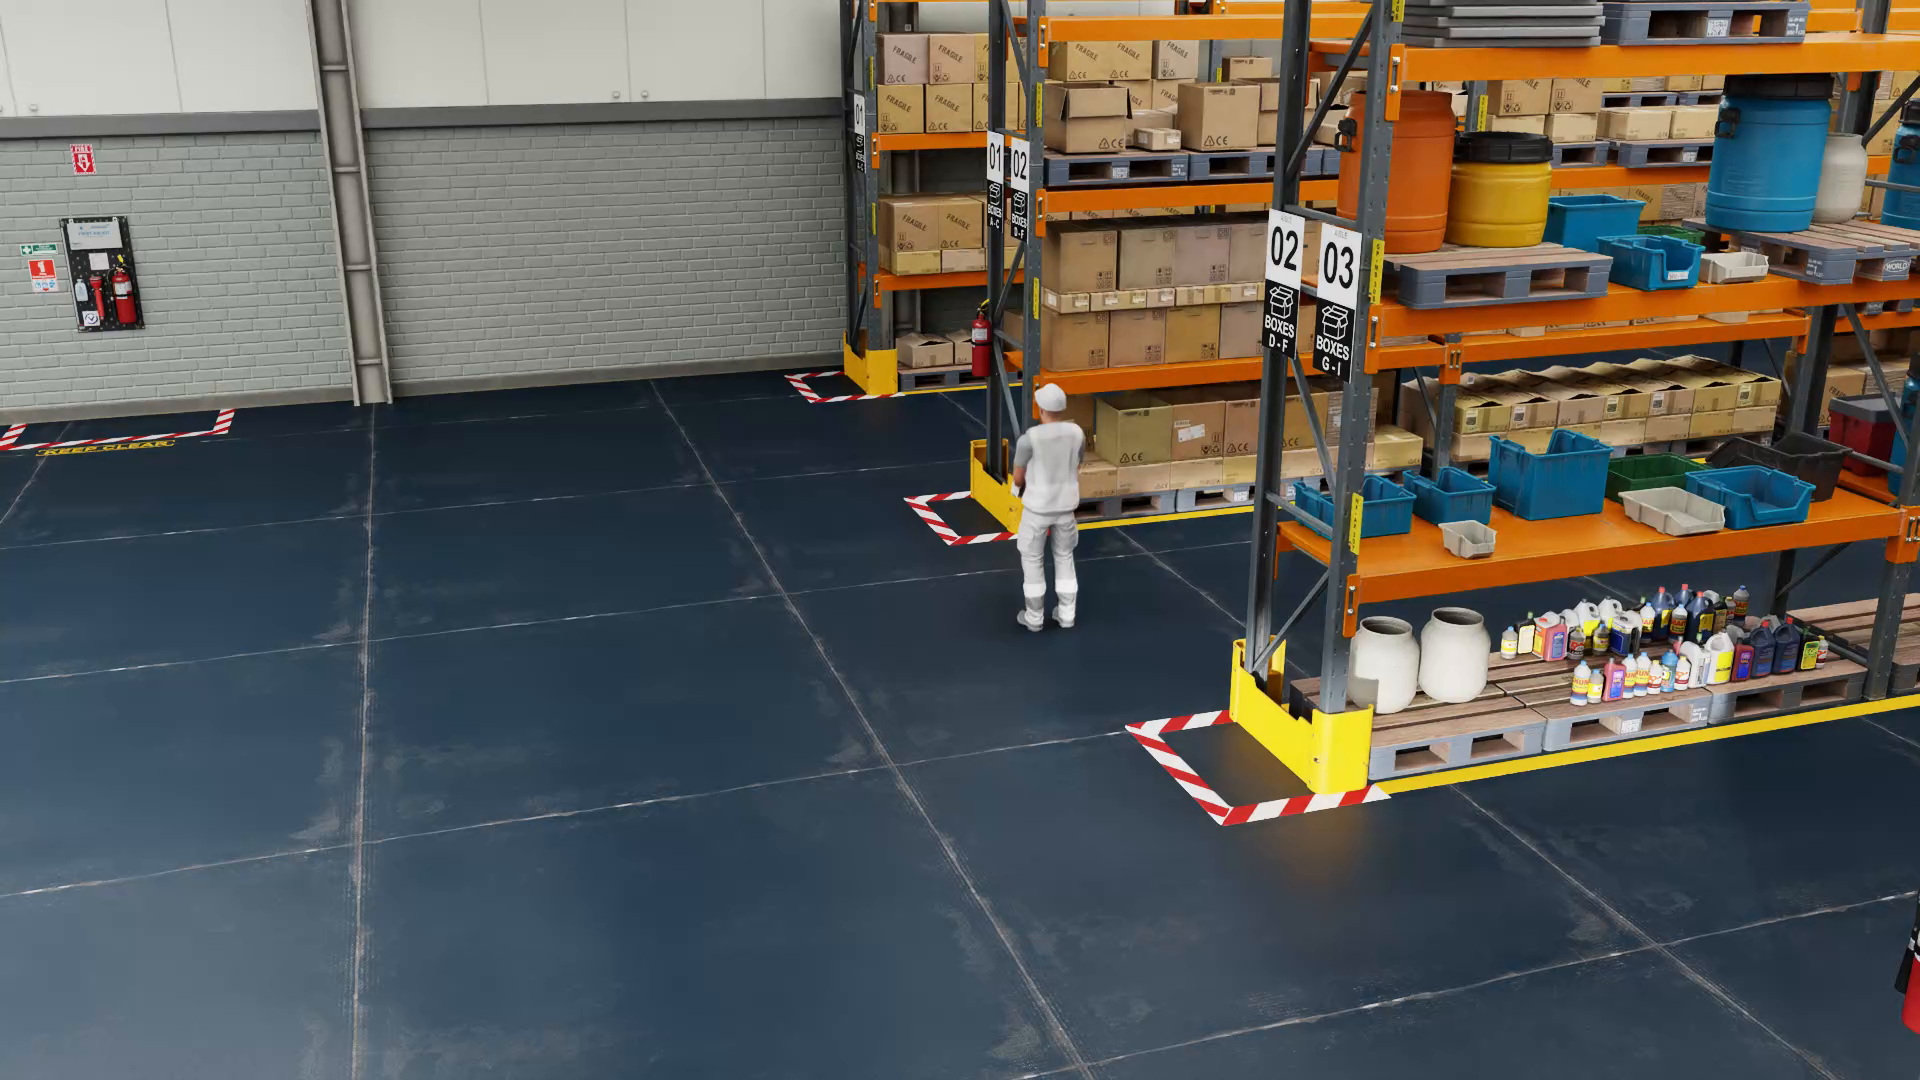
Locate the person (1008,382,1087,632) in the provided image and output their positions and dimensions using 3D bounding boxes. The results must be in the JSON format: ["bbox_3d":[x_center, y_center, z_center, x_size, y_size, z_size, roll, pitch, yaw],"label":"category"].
[{"bbox_3d":[0.617,-0.232,11.712,0.574,1.781,0.438,-7,20,-19],"label":"person"}]
